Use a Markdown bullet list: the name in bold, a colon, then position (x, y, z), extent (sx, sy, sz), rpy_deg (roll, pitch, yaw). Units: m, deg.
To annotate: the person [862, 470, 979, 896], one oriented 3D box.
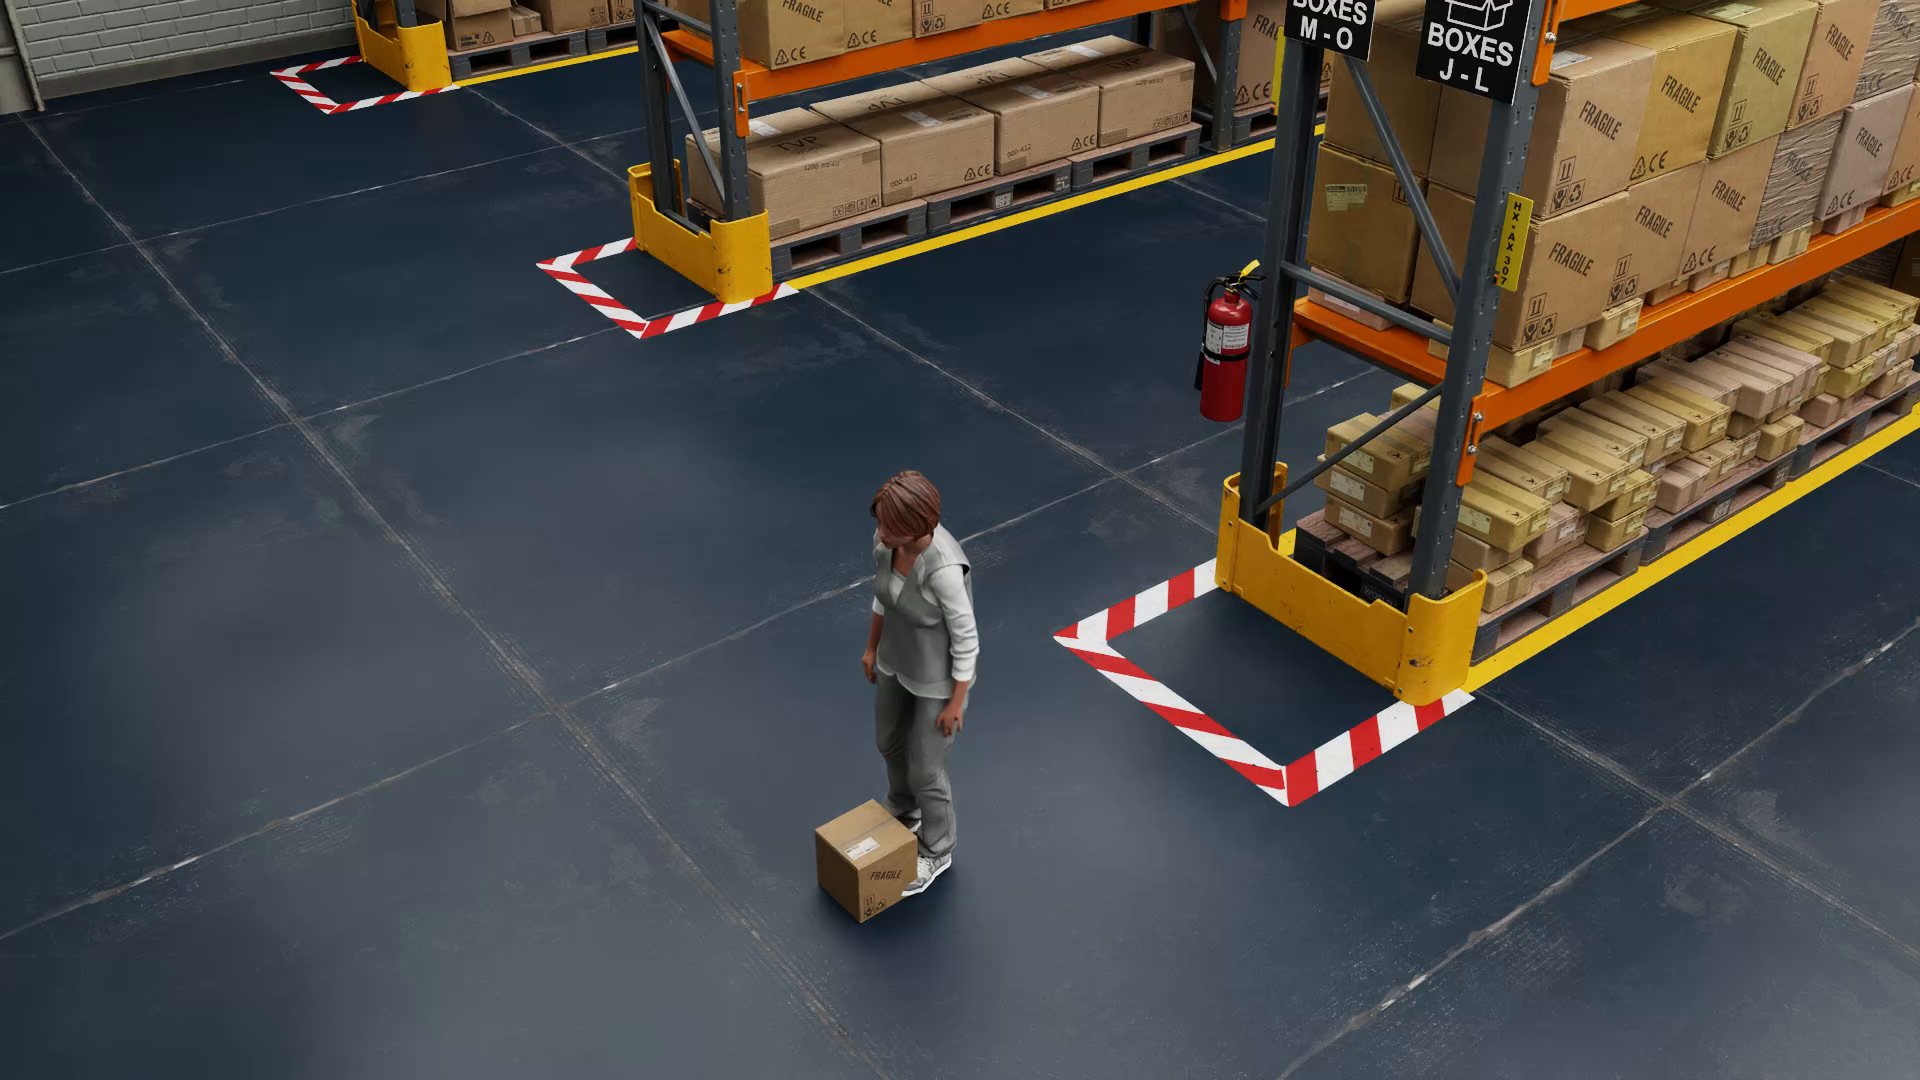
- **person**: position (-0.146, 0.454, 5.438), extent (0.371, 1.594, 0.485), rpy_deg (-25, 40, -33)
